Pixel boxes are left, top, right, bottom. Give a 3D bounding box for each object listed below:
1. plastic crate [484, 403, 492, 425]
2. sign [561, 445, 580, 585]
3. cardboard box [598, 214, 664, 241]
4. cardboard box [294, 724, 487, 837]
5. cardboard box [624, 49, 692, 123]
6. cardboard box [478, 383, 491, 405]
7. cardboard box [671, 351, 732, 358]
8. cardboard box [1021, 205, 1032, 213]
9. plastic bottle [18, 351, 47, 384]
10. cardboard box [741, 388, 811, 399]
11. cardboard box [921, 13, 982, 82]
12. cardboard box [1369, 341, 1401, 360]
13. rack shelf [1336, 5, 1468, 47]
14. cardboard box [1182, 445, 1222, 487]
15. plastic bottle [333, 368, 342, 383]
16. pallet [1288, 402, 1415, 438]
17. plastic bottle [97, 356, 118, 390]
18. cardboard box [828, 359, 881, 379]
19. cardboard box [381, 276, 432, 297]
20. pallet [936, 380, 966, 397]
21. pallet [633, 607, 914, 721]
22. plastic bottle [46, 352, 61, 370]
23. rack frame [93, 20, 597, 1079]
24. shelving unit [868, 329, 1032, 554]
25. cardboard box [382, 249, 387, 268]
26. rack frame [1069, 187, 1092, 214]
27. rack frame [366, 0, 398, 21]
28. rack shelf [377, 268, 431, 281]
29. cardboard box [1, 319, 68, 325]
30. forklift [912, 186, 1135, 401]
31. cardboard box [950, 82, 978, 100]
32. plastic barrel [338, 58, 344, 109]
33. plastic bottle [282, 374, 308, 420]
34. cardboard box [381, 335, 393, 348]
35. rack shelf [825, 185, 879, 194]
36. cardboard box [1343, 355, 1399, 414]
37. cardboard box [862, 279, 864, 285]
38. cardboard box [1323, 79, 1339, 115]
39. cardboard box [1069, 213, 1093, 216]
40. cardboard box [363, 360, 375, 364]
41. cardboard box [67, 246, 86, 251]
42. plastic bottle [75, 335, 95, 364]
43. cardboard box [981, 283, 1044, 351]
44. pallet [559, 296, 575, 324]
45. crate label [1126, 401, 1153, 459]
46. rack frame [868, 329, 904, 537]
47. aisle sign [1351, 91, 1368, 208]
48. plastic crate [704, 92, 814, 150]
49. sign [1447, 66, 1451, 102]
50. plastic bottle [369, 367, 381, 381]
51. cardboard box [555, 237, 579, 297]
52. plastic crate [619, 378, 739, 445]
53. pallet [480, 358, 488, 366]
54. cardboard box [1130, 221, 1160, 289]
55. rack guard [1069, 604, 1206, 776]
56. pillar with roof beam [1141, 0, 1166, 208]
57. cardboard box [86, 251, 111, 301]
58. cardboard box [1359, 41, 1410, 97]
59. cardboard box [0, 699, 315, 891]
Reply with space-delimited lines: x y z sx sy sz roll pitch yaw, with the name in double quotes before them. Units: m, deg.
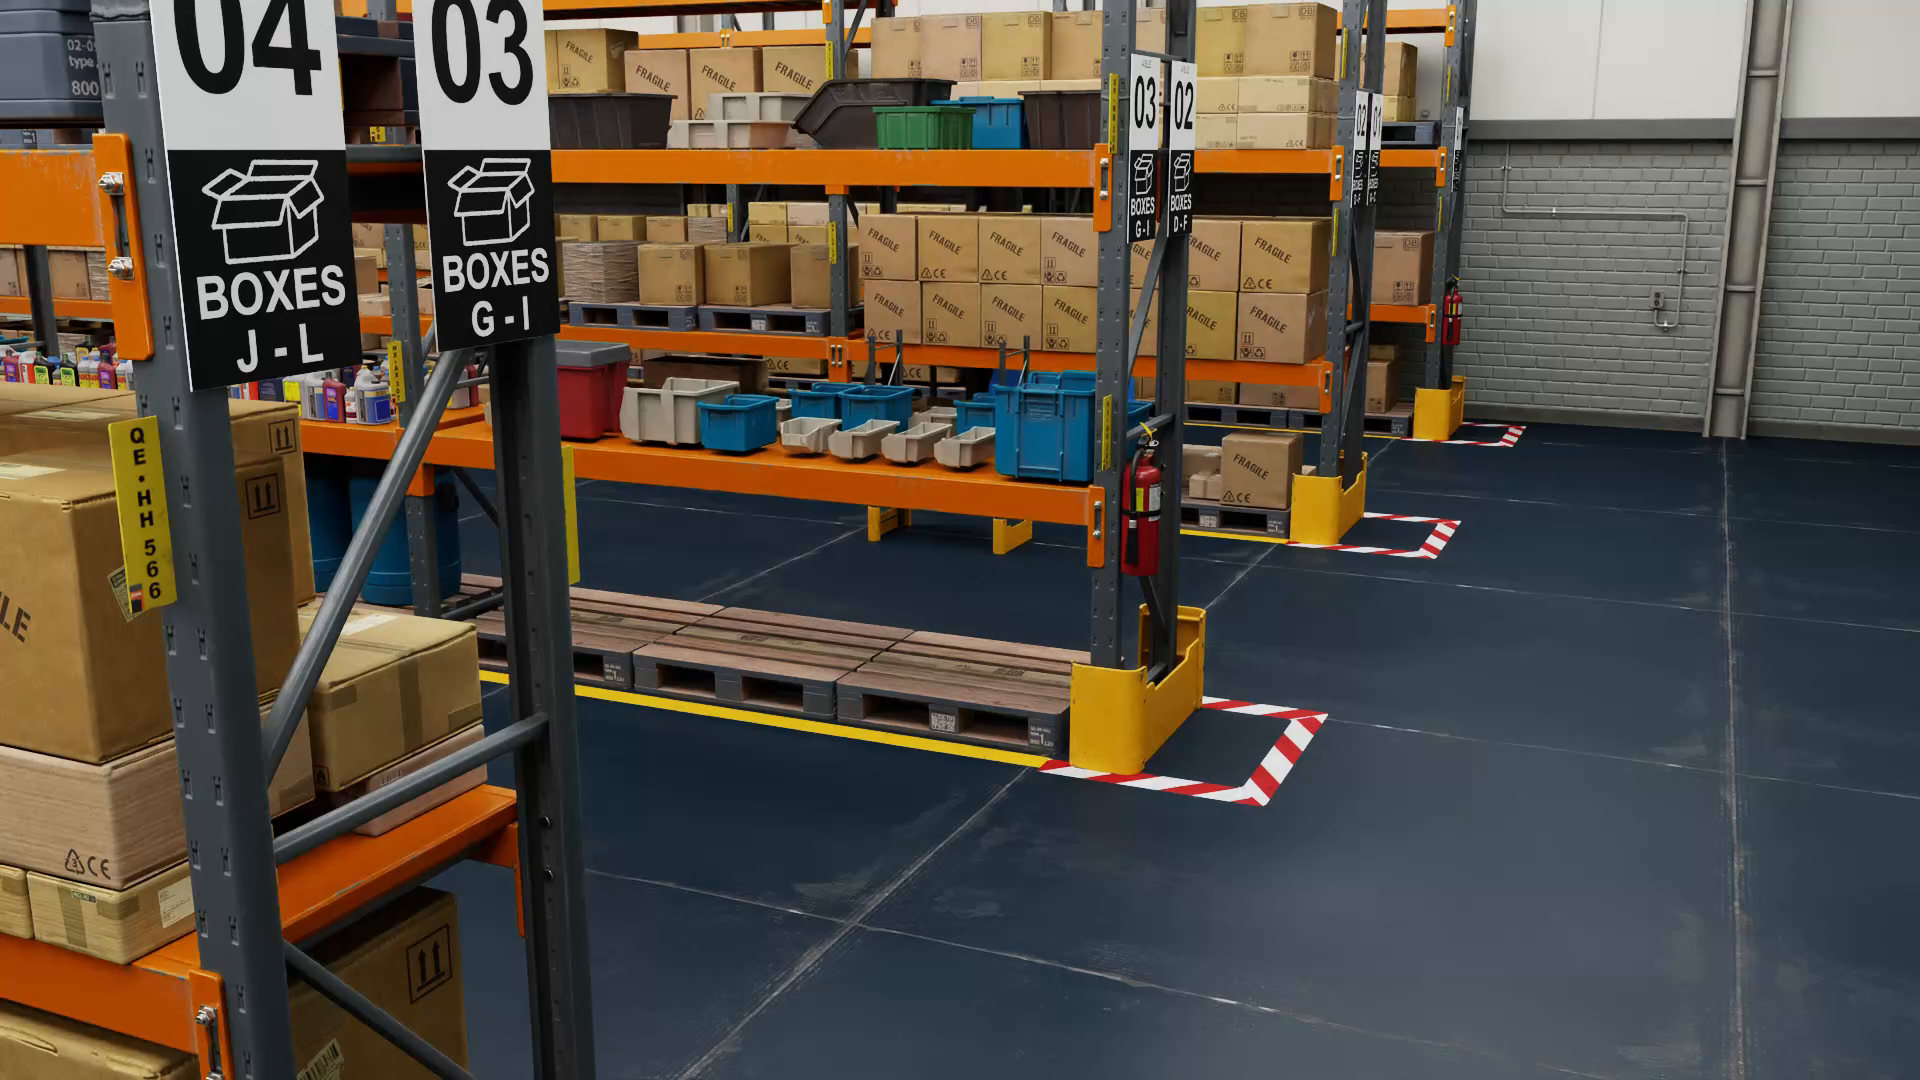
"plastic crate" -2.432 -0.709 9.154 0.243 0.136 0.396 6 14 23
"sign" -0.918 -0.051 3.840 0.005 0.325 0.100 6 14 23
"cardboard box" -4.026 -3.735 20.424 0.500 0.500 0.700 6 14 23
"cardboard box" -1.339 0.544 3.918 0.250 0.149 0.380 6 14 24
"cardboard box" -2.441 -3.862 14.224 0.600 0.600 0.600 5 14 21
"cardboard box" -4.147 -1.180 15.228 0.500 0.500 0.500 6 15 26
"cardboard box" -3.123 -2.373 20.310 0.500 0.500 0.700 6 14 24
"cardboard box" 0.683 -3.508 18.083 0.500 0.250 0.500 6 15 25
"plastic bottle" -5.769 -1.040 10.393 0.135 0.276 0.152 6 14 23
"cardboard box" -1.626 -1.055 14.693 0.500 0.500 0.500 6 14 24
"cardboard box" 0.070 -3.798 12.900 0.500 0.500 0.700 6 14 23
"cardboard box" 4.385 -1.957 17.162 0.250 0.149 0.380 6 14 24
"rack shelf" 3.042 -5.141 16.914 4.000 0.370 1.077 6 14 23
"cardboard box" 2.028 -0.576 13.200 0.500 0.250 0.500 6 14 23
"plastic bottle" -3.915 -1.028 10.343 0.135 0.276 0.152 6 14 23
"pallet" 4.108 -1.280 17.247 1.213 0.211 1.003 6 14 23
"plastic bottle" -5.154 -0.970 10.078 0.133 0.283 0.061 6 14 23
"cardboard box" -1.026 -2.300 19.277 0.750 0.750 0.750 6 14 23
"cardboard box" -5.186 -2.365 15.962 0.500 0.311 0.500 6 14 23
"pallet" 0.477 -1.648 18.816 1.213 0.211 1.003 6 14 23
"pallet" -0.992 0.649 9.025 1.213 0.211 1.003 6 14 23
"plastic bottle" -5.649 -1.034 10.377 0.097 0.271 0.097 0 13 0
"rack frame" -1.148 0.524 3.456 0.127 3.000 1.000 6 14 23
"shelving unit" -0.070 -0.737 12.114 1.083 1.500 0.587 6 14 23
"cardboard box" -7.109 -3.655 21.551 0.500 0.250 0.500 6 14 23
"rack frame" 1.213 -2.950 18.260 0.127 3.000 1.000 6 14 23
"rack frame" -2.799 -3.801 8.757 0.127 3.000 1.000 6 14 23
"rack shelf" -7.930 -3.525 22.286 4.000 0.370 1.077 6 14 23
"cardboard box" -10.230 -2.179 18.434 0.500 0.500 0.500 6 14 23
"forklift" 0.258 -2.490 16.449 3.031 2.935 1.130 11 17 40
"cardboard box" 0.012 -3.403 12.858 0.500 0.250 0.500 6 14 23
"plastic barrel" -3.716 -2.679 9.209 0.600 0.588 0.600 0 13 0
"plastic bottle" -3.772 -0.873 9.519 0.185 0.351 0.144 6 14 23
"cardboard box" -7.555 -2.669 22.339 0.250 0.149 0.380 5 14 19
"rack shelf" -2.618 -3.210 14.378 4.000 0.370 1.077 6 14 23
"cardboard box" 4.190 -1.611 17.108 0.500 0.500 0.700 6 14 23
"cardboard box" -1.049 -3.015 19.046 0.250 0.149 0.380 6 14 24
"cardboard box" 2.503 -3.277 12.324 0.500 0.250 0.500 6 14 23
"cardboard box" 1.167 -2.317 13.157 0.500 0.500 0.500 6 14 23
"cardboard box" -6.226 -1.676 16.702 0.500 0.311 0.500 6 14 23
"cardboard box" -8.905 -3.047 17.035 0.250 0.149 0.380 5 14 22
"plastic bottle" -5.914 -1.246 11.253 0.133 0.283 0.061 6 14 23
"cardboard box" 0.492 -1.766 12.996 0.500 0.500 0.500 6 14 23
"pallet" -3.799 -2.144 15.244 1.003 0.211 1.213 6 14 23
"crate label" 0.765 -0.550 8.267 0.303 0.233 0.416 6 14 23
"rack frame" -0.543 -0.785 12.318 0.032 1.500 0.500 6 14 23
"aisle sign" 2.806 -2.740 11.676 0.004 0.787 0.394 6 14 23
"plastic crate" -1.044 -2.183 8.684 0.530 0.282 0.437 6 14 23
"sign" 4.638 -4.321 15.771 0.005 0.325 0.100 6 14 23
"plastic bottle" -3.587 -0.966 10.239 0.097 0.201 0.097 0 13 0
"cardboard box" -3.826 -2.503 15.219 0.500 0.500 0.700 1 13 4
"plastic crate" -1.478 -0.672 8.682 0.530 0.282 0.437 6 14 23
"pallet" -5.389 -2.261 21.428 1.213 0.211 1.003 6 14 23
"cardboard box" 1.411 -2.158 12.476 0.500 0.500 0.500 6 15 25
"rack guard" 0.885 0.706 8.152 0.348 0.500 1.175 6 14 23
"pillar with roof beam" 0.460 -5.087 14.237 0.400 9.000 9.100 6 14 23
"cardboard box" -8.512 -2.744 17.162 0.500 0.500 0.700 5 14 22
"cardboard box" 4.091 -4.596 16.258 0.500 0.500 0.500 6 14 23
"cardboard box" -1.699 0.463 3.394 0.500 0.250 0.500 6 14 22
